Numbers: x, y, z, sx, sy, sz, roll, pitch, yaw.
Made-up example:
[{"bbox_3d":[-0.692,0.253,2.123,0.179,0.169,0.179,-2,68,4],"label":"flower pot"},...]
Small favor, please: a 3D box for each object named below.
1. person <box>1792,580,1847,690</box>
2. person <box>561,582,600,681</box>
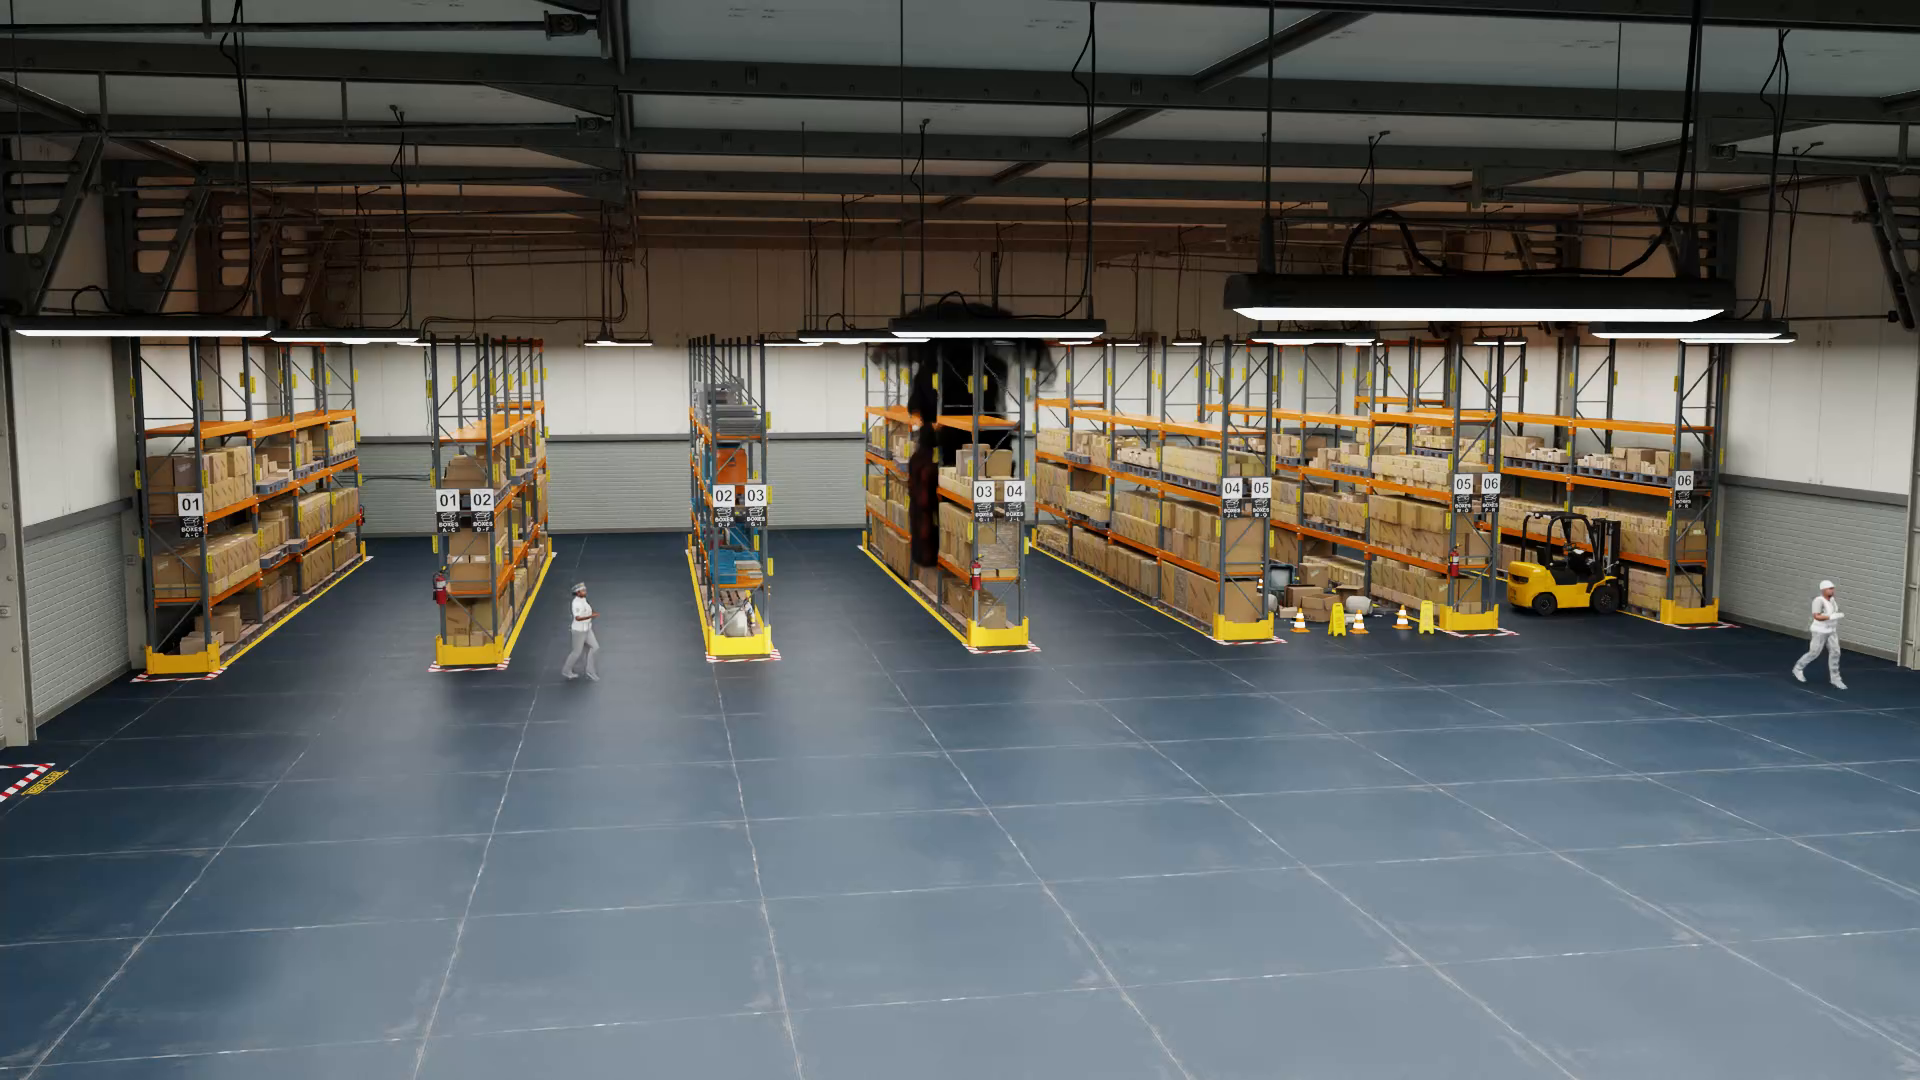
[{"bbox_3d":[14.643,1.582,28.247,0.704,1.814,0.906,-4,8,-32],"label":"person"},{"bbox_3d":[-6.547,1.596,28.760,0.722,1.754,0.557,1,7,9],"label":"person"}]
